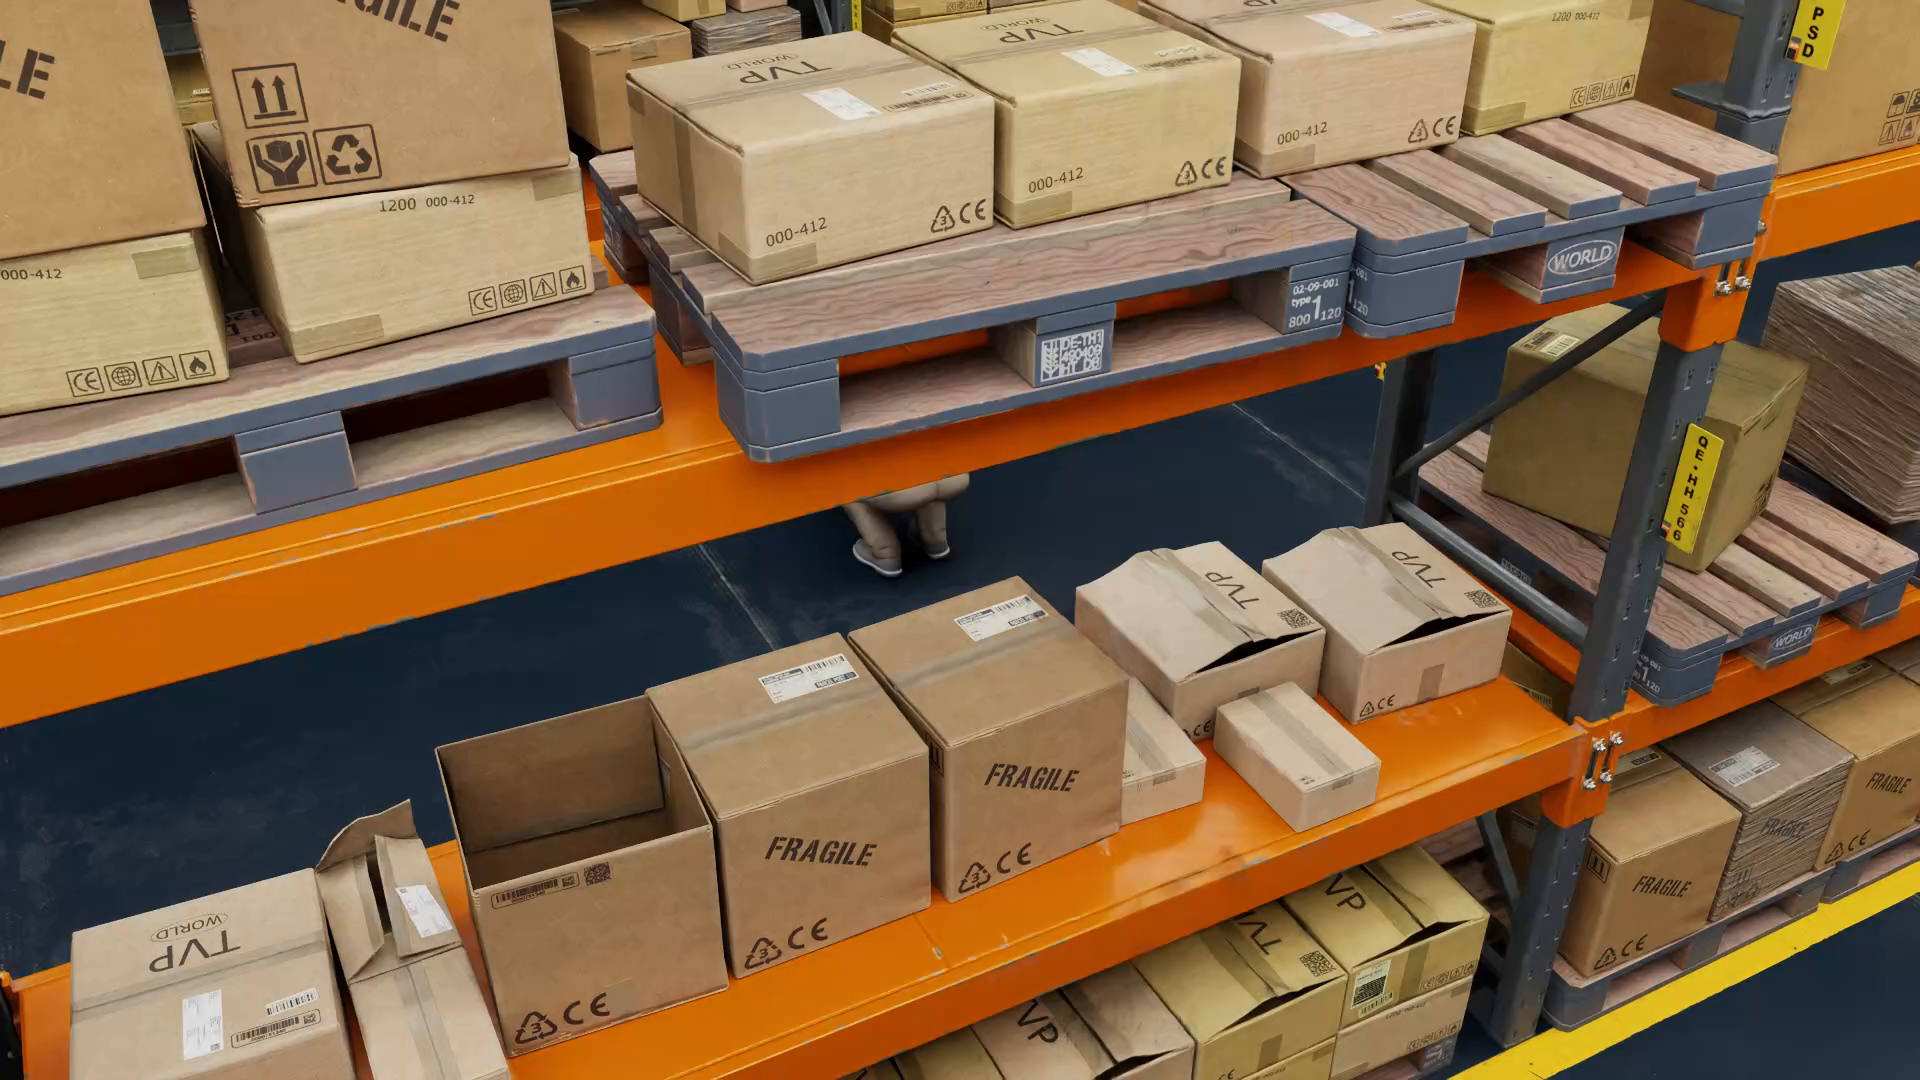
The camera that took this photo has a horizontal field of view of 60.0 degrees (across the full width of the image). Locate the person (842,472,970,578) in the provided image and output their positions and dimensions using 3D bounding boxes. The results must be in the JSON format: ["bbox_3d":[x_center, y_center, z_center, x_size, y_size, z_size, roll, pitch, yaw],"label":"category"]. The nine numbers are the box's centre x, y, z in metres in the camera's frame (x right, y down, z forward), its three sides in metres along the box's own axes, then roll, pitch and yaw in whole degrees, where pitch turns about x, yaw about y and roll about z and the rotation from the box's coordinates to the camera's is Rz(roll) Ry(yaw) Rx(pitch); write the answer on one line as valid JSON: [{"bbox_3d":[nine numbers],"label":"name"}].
[{"bbox_3d":[-0.319,-0.403,7.476,0.523,0.988,0.886,-17,36,-24],"label":"person"}]
